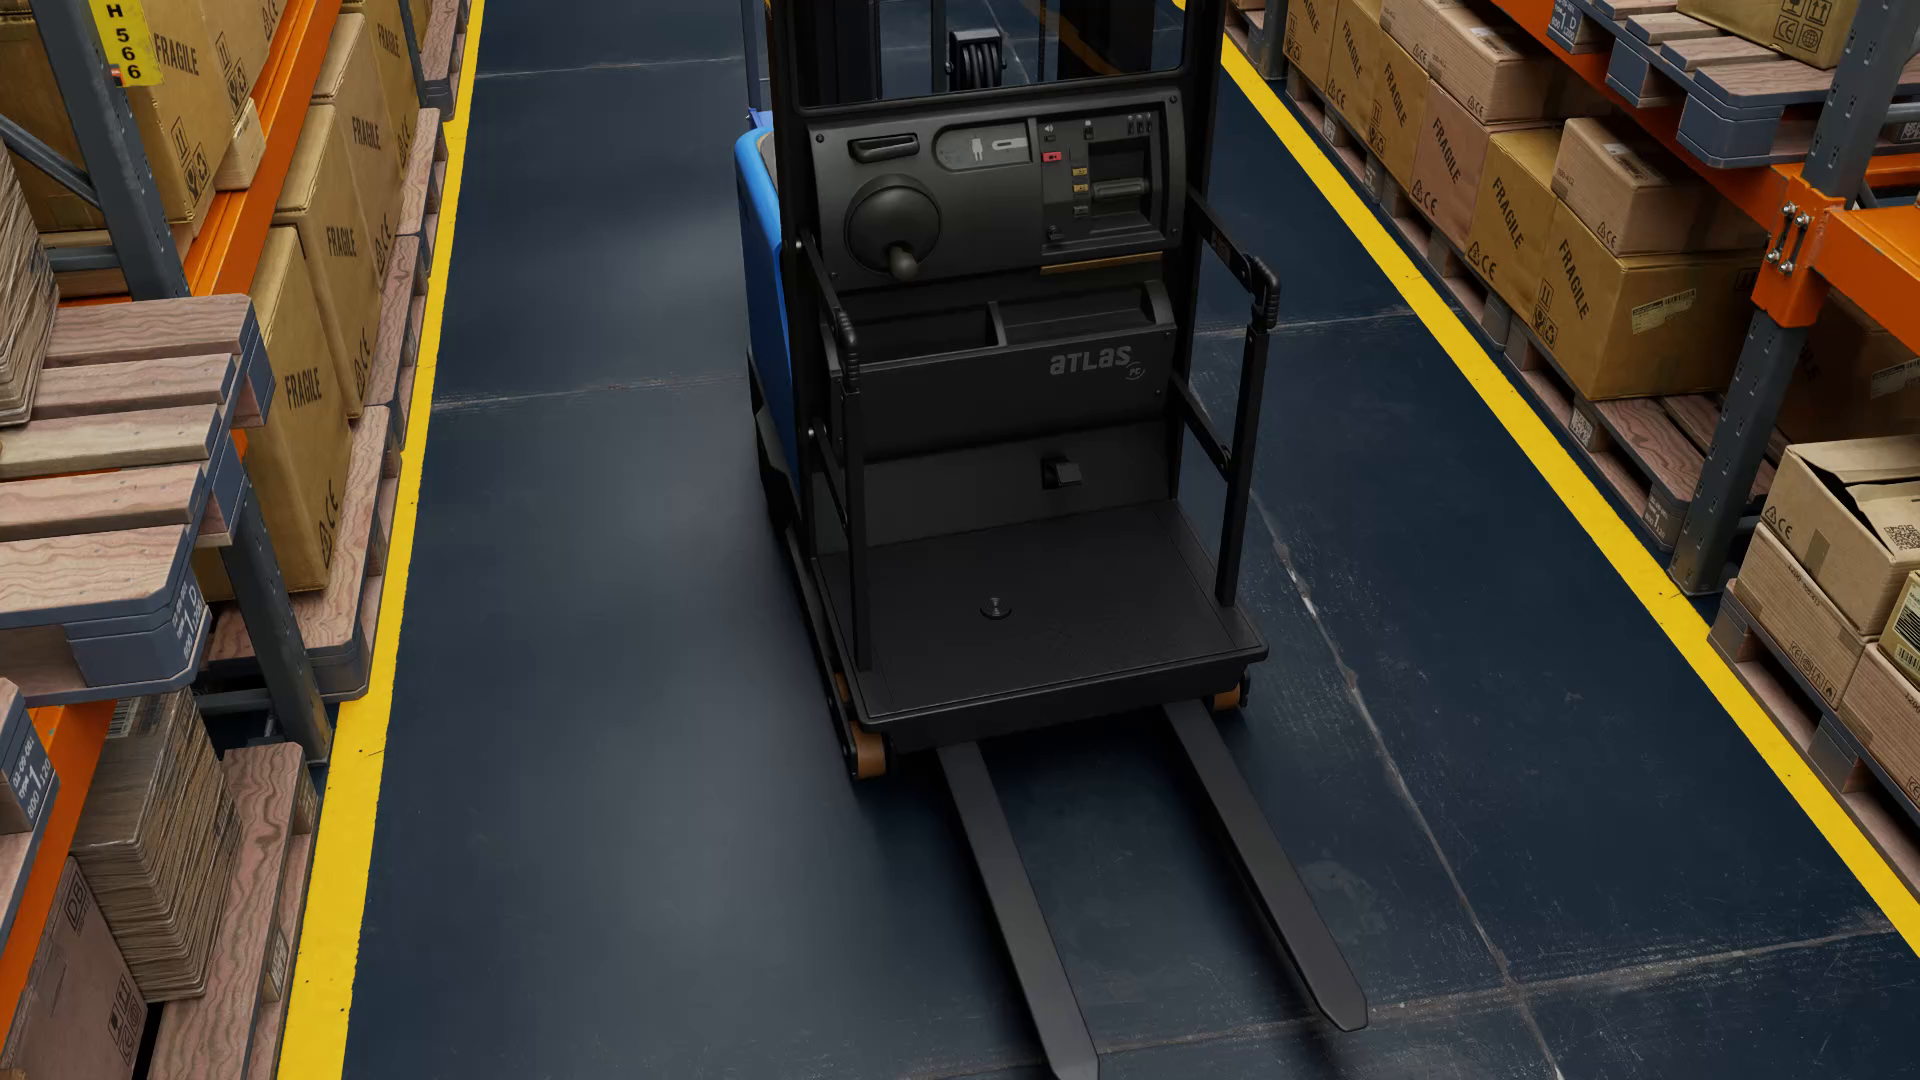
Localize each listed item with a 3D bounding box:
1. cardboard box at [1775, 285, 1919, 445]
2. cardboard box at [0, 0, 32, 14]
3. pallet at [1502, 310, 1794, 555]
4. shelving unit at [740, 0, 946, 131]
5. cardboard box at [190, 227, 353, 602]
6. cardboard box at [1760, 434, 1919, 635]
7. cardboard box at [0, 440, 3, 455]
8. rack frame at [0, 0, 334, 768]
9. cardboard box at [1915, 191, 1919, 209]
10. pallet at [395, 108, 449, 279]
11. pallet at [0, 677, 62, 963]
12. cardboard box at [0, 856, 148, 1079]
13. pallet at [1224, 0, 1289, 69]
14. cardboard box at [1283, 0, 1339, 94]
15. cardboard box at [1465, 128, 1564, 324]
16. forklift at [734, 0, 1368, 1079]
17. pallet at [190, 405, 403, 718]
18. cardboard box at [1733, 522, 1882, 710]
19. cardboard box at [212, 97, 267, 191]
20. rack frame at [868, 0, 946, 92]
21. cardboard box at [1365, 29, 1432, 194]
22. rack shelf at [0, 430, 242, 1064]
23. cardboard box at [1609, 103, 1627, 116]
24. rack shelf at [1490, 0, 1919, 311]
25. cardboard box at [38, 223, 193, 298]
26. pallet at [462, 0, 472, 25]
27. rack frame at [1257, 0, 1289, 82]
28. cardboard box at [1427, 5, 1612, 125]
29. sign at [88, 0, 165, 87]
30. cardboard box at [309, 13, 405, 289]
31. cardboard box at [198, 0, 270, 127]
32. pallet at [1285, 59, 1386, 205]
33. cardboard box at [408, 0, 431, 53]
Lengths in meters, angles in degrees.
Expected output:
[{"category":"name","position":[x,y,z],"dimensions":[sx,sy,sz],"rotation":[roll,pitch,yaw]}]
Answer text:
[{"category":"cardboard box","position":[2.876,-0.590,5.243],"dimensions":[0.500,0.500,0.500],"rotation":[-5,38,-6]},{"category":"cardboard box","position":[-2.032,-1.343,3.582],"dimensions":[0.500,0.250,0.500],"rotation":[-5,38,-7]},{"category":"pallet","position":[2.581,-0.451,5.659],"dimensions":[1.003,0.211,1.213],"rotation":[-6,38,-8]},{"category":"shelving unit","position":[-0.421,-1.446,5.888],"dimensions":[0.538,1.500,1.048],"rotation":[-9,39,-12]},{"category":"cardboard box","position":[-2.201,-0.338,4.650],"dimensions":[0.750,0.750,0.750],"rotation":[-7,38,-9]},{"category":"cardboard box","position":[2.477,-0.051,4.313],"dimensions":[0.500,0.311,0.500],"rotation":[-5,38,-6]},{"category":"cardboard box","position":[-1.985,-0.158,2.569],"dimensions":[0.700,0.500,0.500],"rotation":[-10,39,-12]},{"category":"rack frame","position":[-2.202,-0.562,3.529],"dimensions":[1.000,3.000,0.127],"rotation":[-6,38,-8]},{"category":"cardboard box","position":[2.695,-0.838,3.956],"dimensions":[0.500,0.311,0.500],"rotation":[-4,38,-5]},{"category":"pallet","position":[-2.693,-1.419,6.905],"dimensions":[1.003,0.211,1.213],"rotation":[-6,38,-8]},{"category":"pallet","position":[-1.814,0.705,2.054],"dimensions":[1.003,0.211,1.213],"rotation":[-6,38,-8]},{"category":"cardboard box","position":[-2.048,1.004,3.192],"dimensions":[0.700,0.500,0.500],"rotation":[-6,38,-8]},{"category":"pallet","position":[1.854,-2.827,8.717],"dimensions":[1.003,0.211,1.213],"rotation":[-6,38,-8]},{"category":"cardboard box","position":[1.818,-2.382,7.550],"dimensions":[0.500,0.500,0.500],"rotation":[-8,39,-10]},{"category":"cardboard box","position":[2.189,-1.136,5.947],"dimensions":[0.500,0.500,0.500],"rotation":[-8,38,-10]},{"category":"forklift","position":[0.160,-0.788,3.876],"dimensions":[1.130,2.935,3.031],"rotation":[-9,39,-12]},{"category":"pallet","position":[-2.266,0.054,5.008],"dimensions":[1.003,0.211,1.213],"rotation":[-6,38,-8]},{"category":"cardboard box","position":[2.477,0.170,4.485],"dimensions":[0.500,0.250,0.500],"rotation":[-6,38,-8]},{"category":"cardboard box","position":[-2.030,-1.018,4.303],"dimensions":[0.380,0.149,0.250],"rotation":[-5,38,-7]},{"category":"rack frame","position":[-0.289,-1.144,5.501],"dimensions":[0.500,1.500,0.032],"rotation":[-9,39,-12]},{"category":"cardboard box","position":[2.003,-1.758,6.747],"dimensions":[0.500,0.500,0.500],"rotation":[-6,38,-7]},{"category":"rack shelf","position":[-1.851,0.930,2.195],"dimensions":[1.077,0.370,4.000],"rotation":[-6,38,-8]},{"category":"cardboard box","position":[2.599,-1.524,6.445],"dimensions":[0.500,0.500,0.500],"rotation":[-7,38,-9]},{"category":"rack shelf","position":[2.324,-2.021,5.993],"dimensions":[1.077,0.370,4.000],"rotation":[-6,38,-8]},{"category":"cardboard box","position":[-2.031,-0.695,3.888],"dimensions":[0.380,0.149,0.250],"rotation":[-7,38,-9]},{"category":"pallet","position":[-3.176,-3.083,9.047],"dimensions":[1.003,0.211,1.213],"rotation":[-6,38,-8]},{"category":"rack frame","position":[1.973,-3.513,7.328],"dimensions":[1.000,3.000,0.127],"rotation":[-6,38,-8]},{"category":"cardboard box","position":[2.082,-1.771,6.152],"dimensions":[0.500,0.250,0.500],"rotation":[-7,38,-9]},{"category":"sign","position":[-1.669,-1.052,3.280],"dimensions":[0.100,0.325,0.005],"rotation":[-6,38,-8]},{"category":"cardboard box","position":[-2.502,-1.380,5.991],"dimensions":[0.750,0.750,0.750],"rotation":[-5,38,-7]},{"category":"cardboard box","position":[-2.117,-1.365,4.222],"dimensions":[0.500,0.500,0.500],"rotation":[-5,38,-6]},{"category":"pallet","position":[2.153,-1.925,7.556],"dimensions":[1.003,0.211,1.213],"rotation":[-6,38,-8]},{"category":"cardboard box","position":[-2.933,-2.620,7.872],"dimensions":[0.700,0.500,0.500],"rotation":[-6,38,-7]}]
